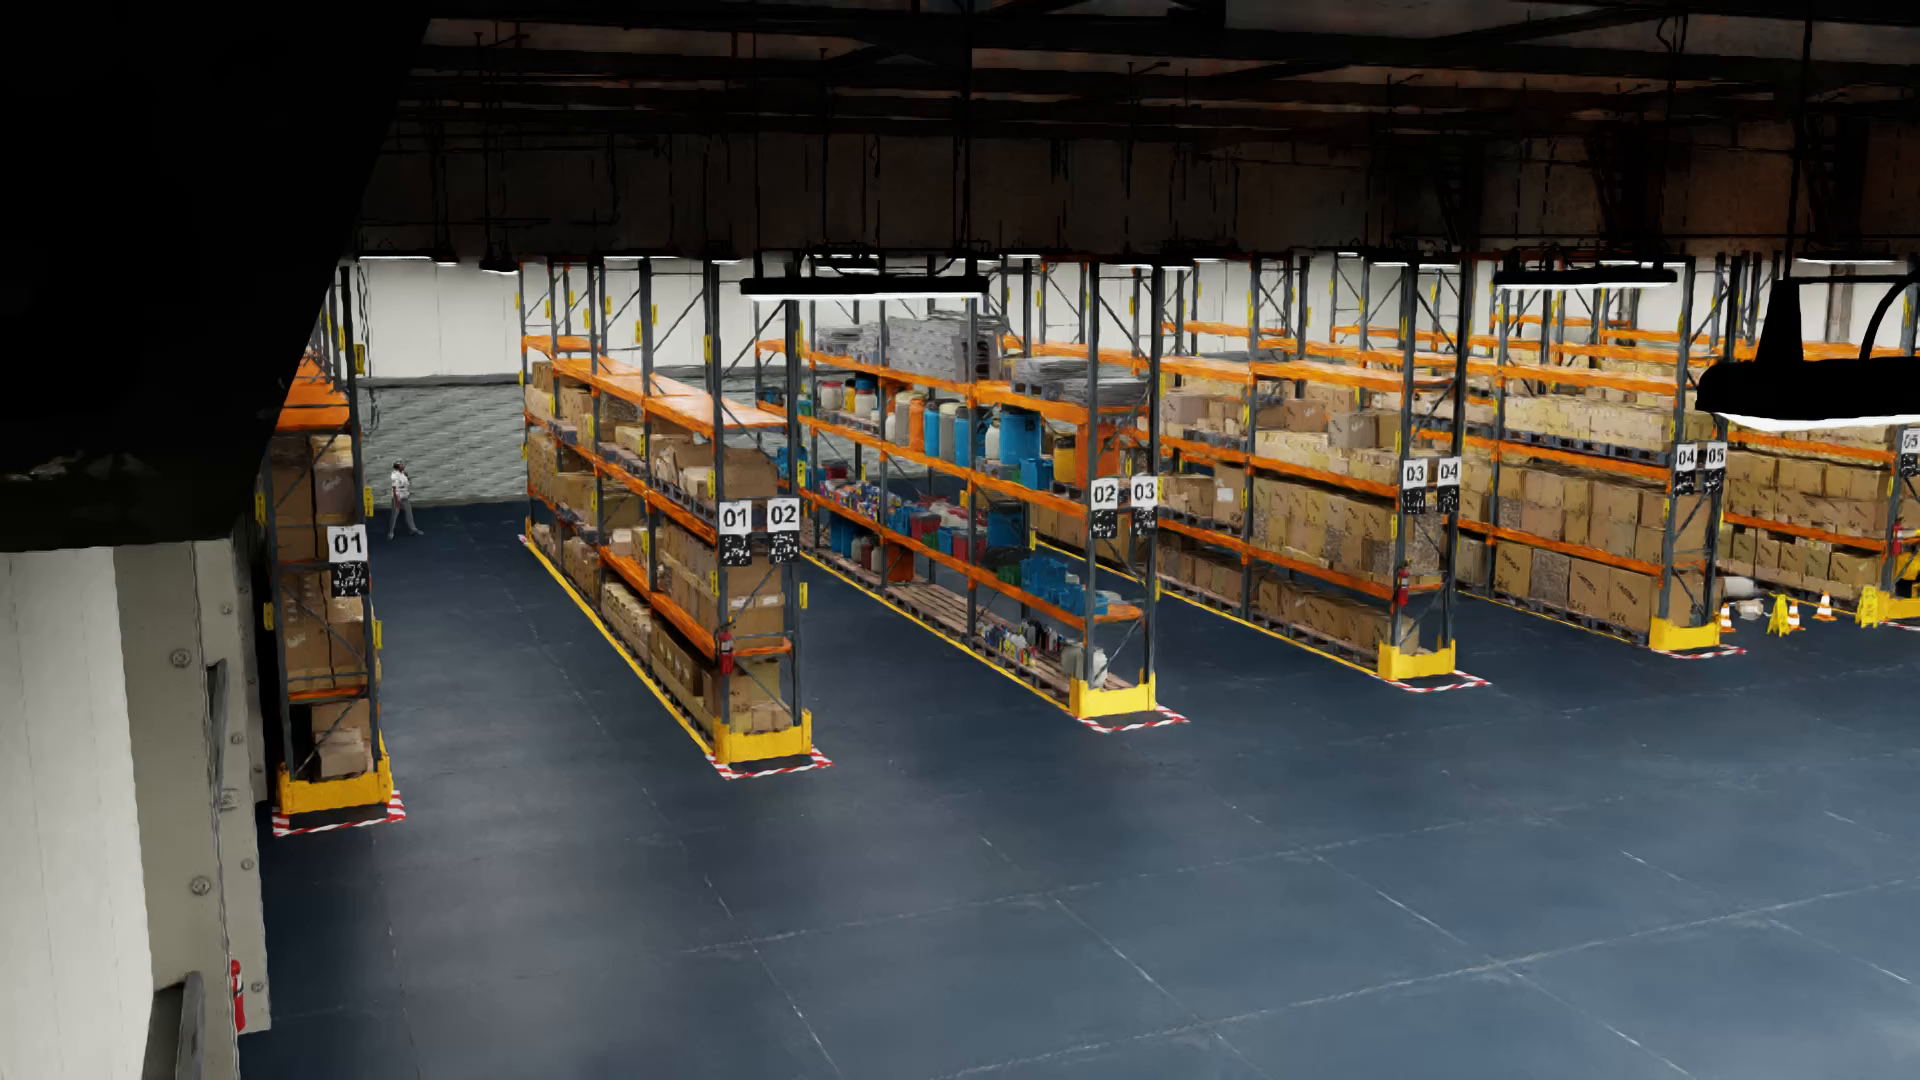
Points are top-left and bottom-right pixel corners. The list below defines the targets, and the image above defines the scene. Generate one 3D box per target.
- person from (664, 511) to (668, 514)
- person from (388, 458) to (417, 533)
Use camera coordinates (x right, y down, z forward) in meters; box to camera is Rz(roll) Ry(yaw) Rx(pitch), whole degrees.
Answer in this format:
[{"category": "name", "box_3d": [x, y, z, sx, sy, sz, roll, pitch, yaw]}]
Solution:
[{"category": "person", "box_3d": [-5.961, -0.777, 34.271, 0.385, 1.762, 0.700, -6, 12, -31]}, {"category": "person", "box_3d": [-11.914, -0.950, 35.340, 0.452, 1.603, 0.535, 3, 11, 17]}]
